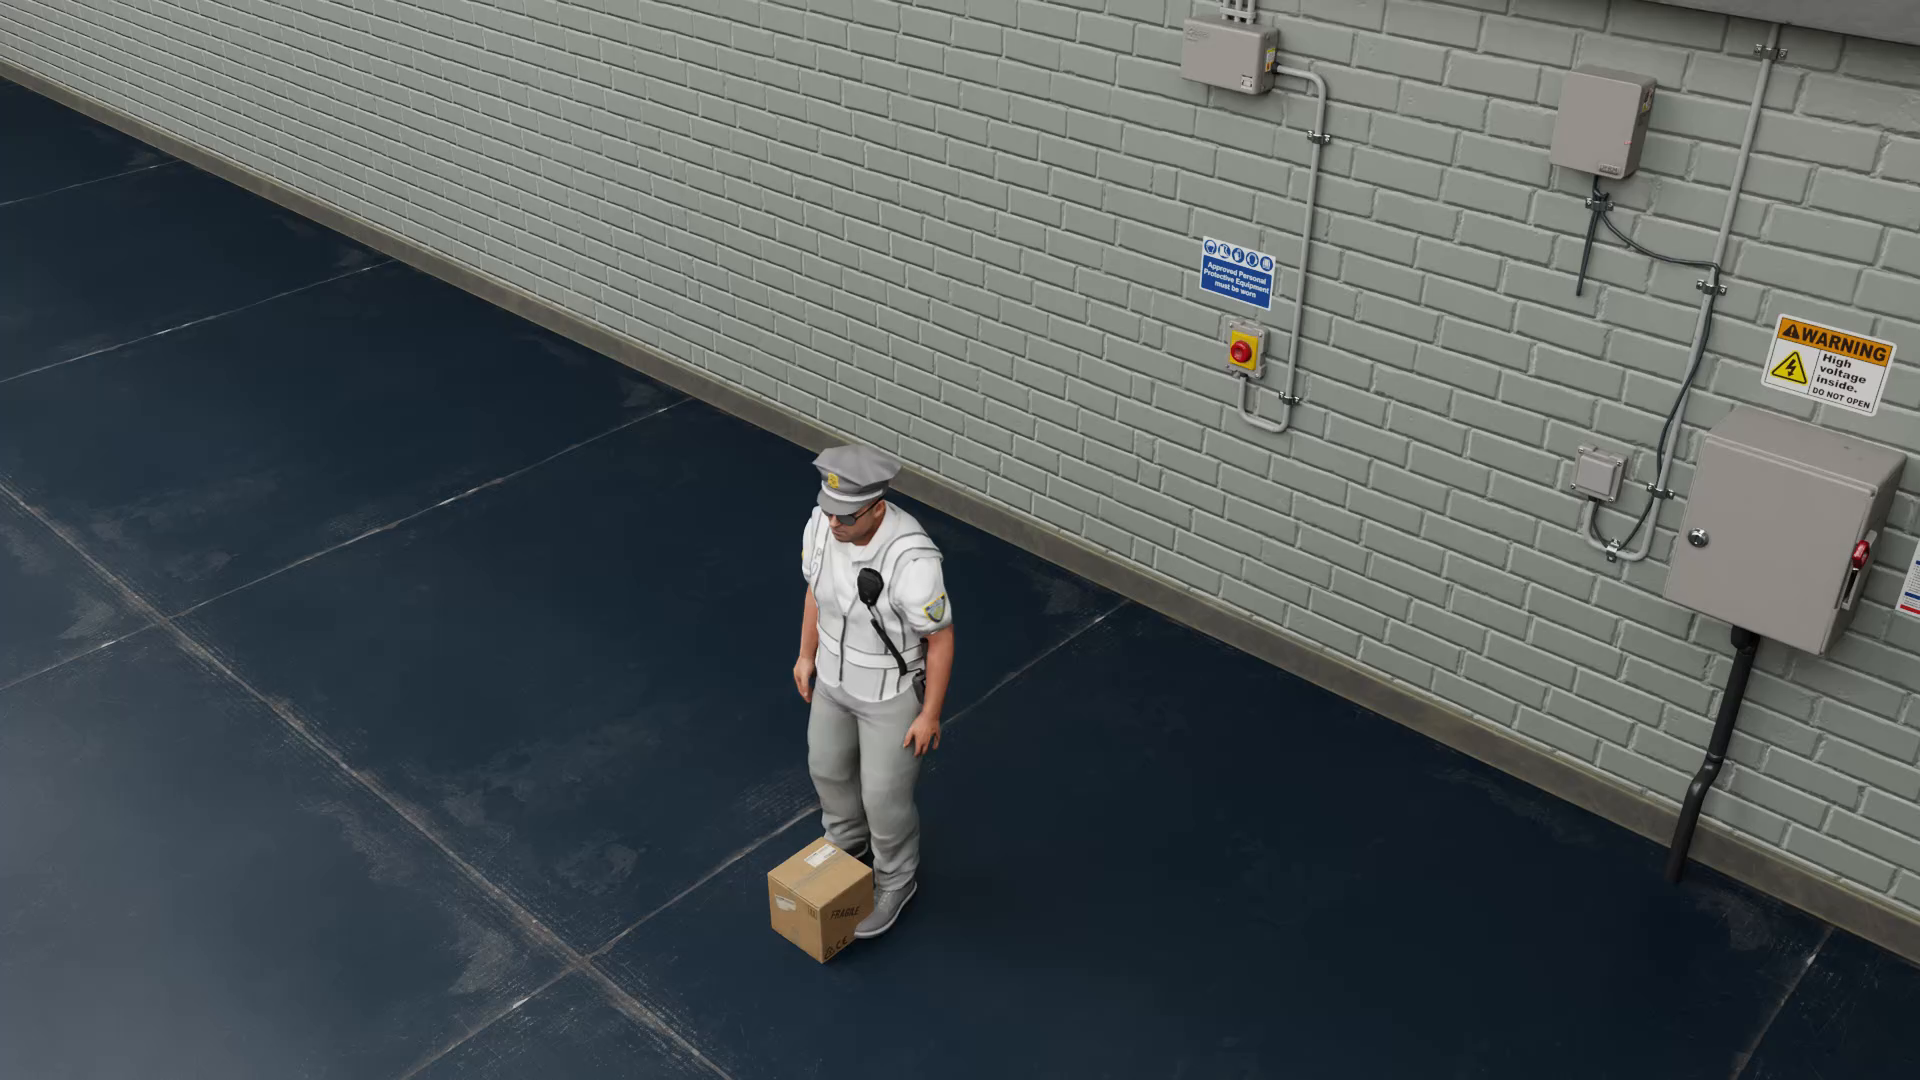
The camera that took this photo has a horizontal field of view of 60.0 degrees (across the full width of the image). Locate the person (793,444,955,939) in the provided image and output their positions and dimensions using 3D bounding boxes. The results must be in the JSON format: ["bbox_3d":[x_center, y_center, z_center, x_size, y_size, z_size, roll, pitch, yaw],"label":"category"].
[{"bbox_3d":[-0.293,0.465,5.358,0.601,1.747,0.480,23,38,32],"label":"person"}]
